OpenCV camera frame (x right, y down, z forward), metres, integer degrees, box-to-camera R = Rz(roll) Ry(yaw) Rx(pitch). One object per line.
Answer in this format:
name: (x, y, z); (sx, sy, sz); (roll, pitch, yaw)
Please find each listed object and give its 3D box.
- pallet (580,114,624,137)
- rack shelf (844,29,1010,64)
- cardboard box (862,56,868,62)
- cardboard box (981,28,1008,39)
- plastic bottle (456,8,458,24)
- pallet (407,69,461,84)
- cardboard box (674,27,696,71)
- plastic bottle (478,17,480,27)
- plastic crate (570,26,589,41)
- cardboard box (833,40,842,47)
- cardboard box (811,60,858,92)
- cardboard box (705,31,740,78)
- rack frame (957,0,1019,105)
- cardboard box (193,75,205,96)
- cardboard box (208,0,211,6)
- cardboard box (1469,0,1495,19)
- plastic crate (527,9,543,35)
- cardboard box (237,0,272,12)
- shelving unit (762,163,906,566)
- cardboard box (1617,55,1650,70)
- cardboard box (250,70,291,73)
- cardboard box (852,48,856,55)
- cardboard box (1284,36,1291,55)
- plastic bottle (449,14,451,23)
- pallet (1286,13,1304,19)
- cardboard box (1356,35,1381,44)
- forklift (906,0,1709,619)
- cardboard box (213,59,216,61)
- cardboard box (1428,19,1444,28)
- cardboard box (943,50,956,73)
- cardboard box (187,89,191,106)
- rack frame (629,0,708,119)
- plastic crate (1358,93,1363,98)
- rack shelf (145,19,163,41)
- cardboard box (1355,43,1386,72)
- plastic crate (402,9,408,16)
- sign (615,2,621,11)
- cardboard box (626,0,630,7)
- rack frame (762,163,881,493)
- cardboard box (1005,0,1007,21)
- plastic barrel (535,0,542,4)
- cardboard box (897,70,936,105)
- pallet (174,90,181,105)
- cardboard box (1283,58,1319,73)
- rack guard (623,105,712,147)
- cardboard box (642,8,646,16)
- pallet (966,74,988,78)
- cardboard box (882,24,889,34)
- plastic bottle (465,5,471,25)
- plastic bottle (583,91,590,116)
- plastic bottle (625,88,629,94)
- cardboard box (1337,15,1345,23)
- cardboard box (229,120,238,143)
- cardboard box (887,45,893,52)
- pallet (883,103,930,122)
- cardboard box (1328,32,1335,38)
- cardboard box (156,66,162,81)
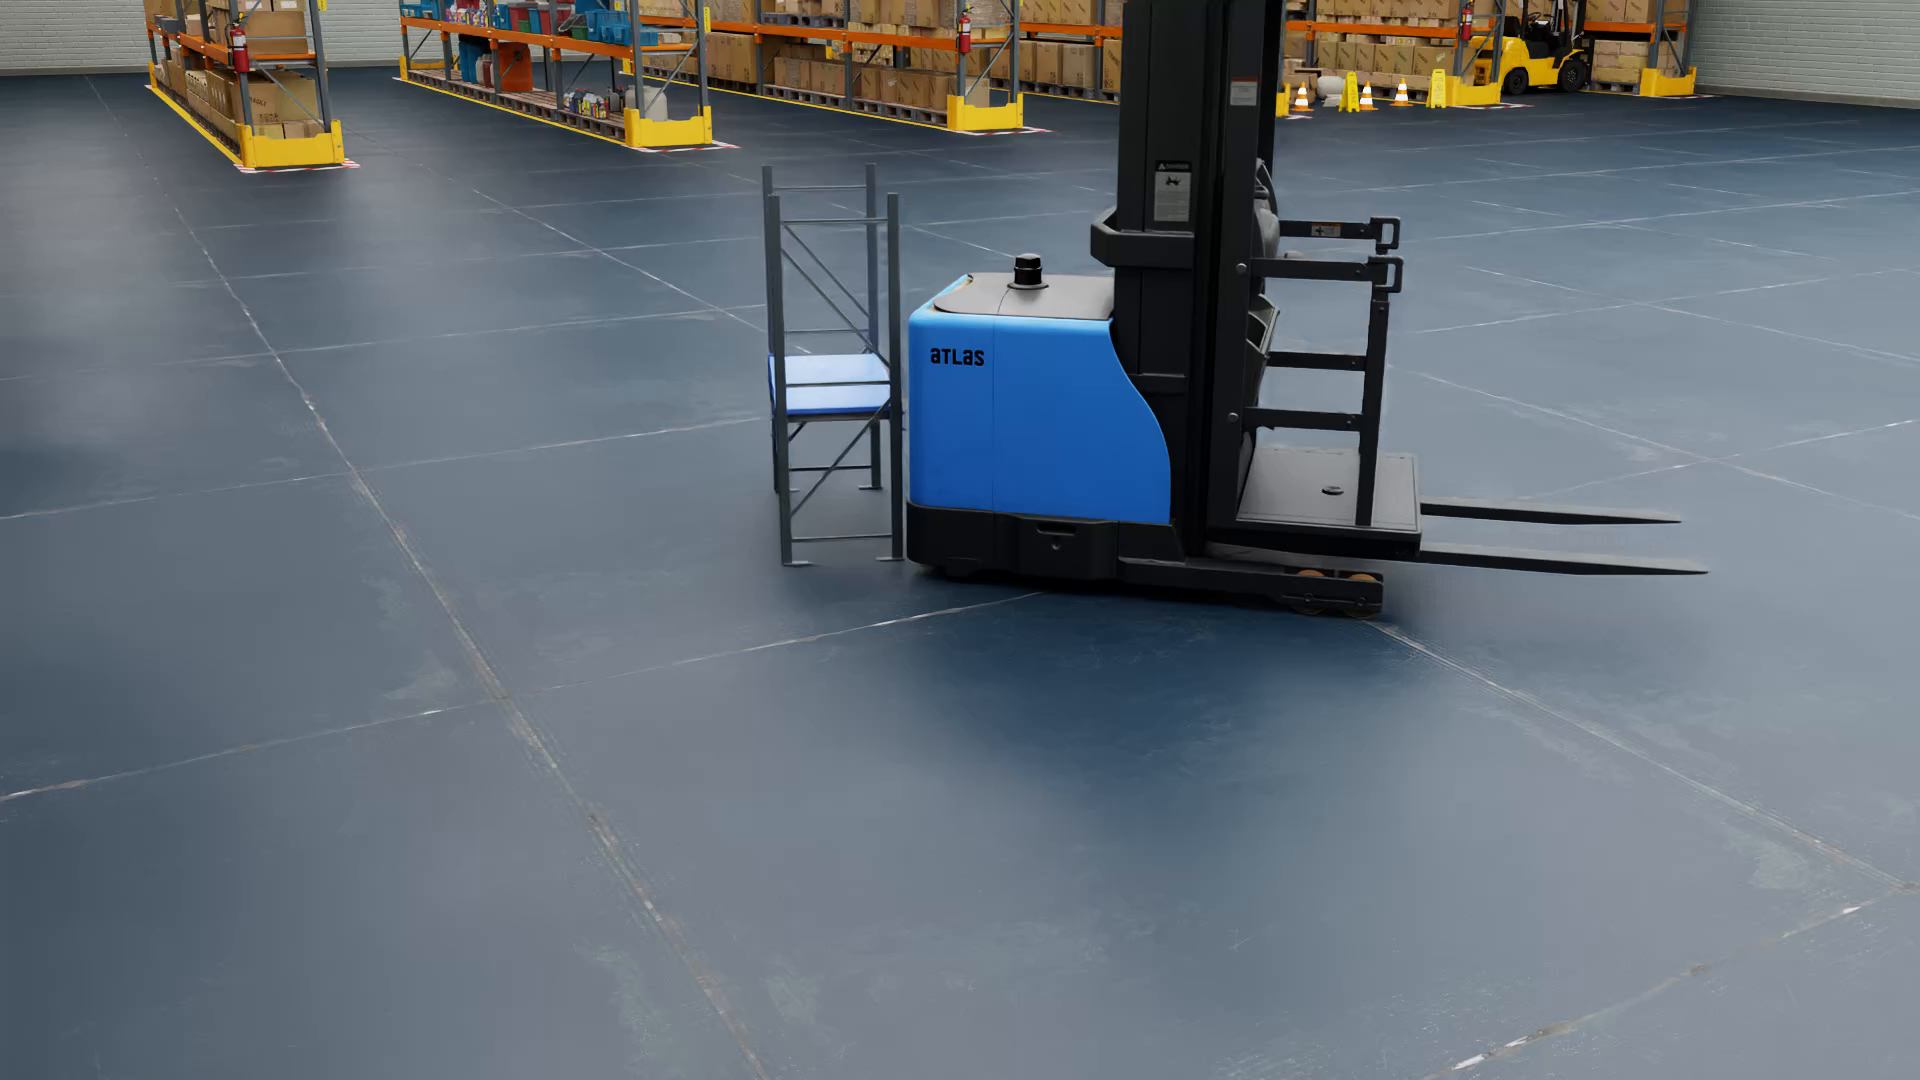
pallet: (-4.974, -6.156, 24.647); (1.003, 0.211, 1.213); (-10, 21, -27)
rack shelf: (-0.531, -7.877, 26.463); (1.077, 0.370, 4.000); (-10, 21, -27)
cardboard box: (-2.053, -11.184, 38.671); (0.380, 0.149, 0.250); (-10, 21, -27)
cardboard box: (0.493, -7.643, 25.067); (0.380, 0.149, 0.250); (-10, 21, -27)
plastic bottle: (-9.418, -9.839, 31.225); (0.061, 0.283, 0.133); (-10, 21, -27)
pallet: (-11.181, -9.908, 35.520); (1.003, 0.211, 1.213); (-10, 21, -27)
cardboard box: (-5.523, -10.484, 35.528); (0.875, 0.875, 0.875); (-10, 21, -27)
plastic bottle: (-8.594, -9.314, 29.830); (0.097, 0.201, 0.097); (0, 19, 0)
plastic crate: (-5.444, -7.490, 24.564); (0.450, 0.188, 0.662); (-10, 21, -27)
cardboard box: (-2.816, -11.904, 39.846); (0.380, 0.149, 0.250); (-11, 22, -29)
cardboard box: (-2.230, -8.297, 29.736); (0.700, 0.500, 0.500); (-12, 22, -31)
cardboard box: (-4.533, -9.845, 33.676); (1.225, 0.875, 0.875); (-11, 22, -29)
rack frame: (0.418, -7.643, 24.682); (1.000, 3.000, 0.127); (-10, 21, -27)
cardboard box: (-11.368, -6.930, 25.328); (0.500, 0.311, 0.500); (-10, 22, -27)
cardboard box: (-10.244, -7.504, 23.133); (0.380, 0.149, 0.250); (-10, 21, -27)
cardboard box: (9.159, -9.545, 29.584); (0.500, 0.500, 0.500); (-10, 22, -27)
plastic crate: (-6.637, -8.285, 26.567); (0.392, 0.384, 0.575); (-10, 21, -27)
cardboard box: (-8.651, -6.543, 20.348); (0.380, 0.149, 0.250); (-10, 22, -28)
shelving unit: (-0.553, -0.783, 7.100); (0.538, 1.500, 1.048); (-3, 19, -7)
cardboard box: (13.000, -9.174, 31.924); (0.500, 0.250, 0.500); (-10, 22, -27)
cardboard box: (-9.561, -6.266, 23.114); (0.500, 0.500, 0.500); (-10, 21, -27)
cardboard box: (-2.443, -11.542, 39.252); (0.380, 0.149, 0.250); (-9, 21, -25)
cardboard box: (8.101, -12.084, 40.742); (0.500, 0.500, 0.500); (-10, 22, -27)
plastic bottle: (-9.706, -9.986, 31.778); (0.097, 0.201, 0.097); (0, 19, 0)
pallet: (6.317, -10.822, 34.188); (1.003, 0.211, 1.213); (-10, 21, -27)
cardboard box: (7.666, -9.405, 31.217); (0.380, 0.149, 0.250); (-9, 21, -24)
forklift: (1.358, -1.279, 6.344); (3.031, 2.935, 1.130); (4, 20, 13)
cardboard box: (-13.513, -8.483, 30.275); (0.500, 0.500, 0.500); (-10, 21, -27)
cardboard box: (8.556, -9.189, 29.547); (0.380, 0.149, 0.250); (-10, 22, -27)
cardboard box: (-0.019, -10.143, 35.115); (0.500, 0.500, 0.500); (-11, 22, -29)
cardboard box: (-12.110, -7.109, 26.706); (0.500, 0.250, 0.500); (-10, 21, -27)
rack frame: (-3.940, -6.876, 22.458); (1.000, 3.000, 0.127); (-10, 21, -27)
plastic crate: (7.264, -8.368, 31.260); (0.583, 0.080, 0.402); (16, 25, 39)
rack shelf: (-14.950, -9.788, 32.002); (1.077, 0.370, 4.000); (-10, 21, -27)
cardboard box: (7.792, -9.067, 31.231); (0.500, 0.500, 0.500); (-9, 21, -24)
plastic crate: (-11.631, -11.146, 35.145); (0.250, 0.136, 0.298); (-10, 21, -27)
sign: (-5.350, -8.237, 25.979); (0.100, 0.325, 0.005); (-10, 21, -27)
cardboard box: (-7.189, -12.126, 37.448); (0.500, 0.250, 0.500); (-11, 22, -28)
rack frame: (-0.621, -0.947, 7.576); (0.500, 1.500, 0.032); (-3, 19, -7)
cardboard box: (1.008, -10.555, 32.968); (0.500, 0.500, 0.500); (-10, 21, -26)
plastic barrel: (-7.063, -8.963, 28.335); (0.421, 0.512, 0.421); (0, 19, 0)
cardboard box: (-0.684, -7.358, 27.043); (0.500, 0.500, 0.500); (-12, 22, -31)
pallet: (-13.580, -8.008, 30.016); (1.003, 0.211, 1.213); (-10, 21, -27)
cardboard box: (6.989, -9.432, 33.253); (0.950, 0.372, 0.625); (-10, 21, -26)
rack guard: (-4.018, -5.708, 22.908); (1.175, 0.500, 0.348); (-10, 21, -27)
cardboard box: (-6.812, -11.669, 36.736); (0.380, 0.149, 0.250); (-10, 22, -28)
pallet: (0.663, -9.585, 34.585); (1.003, 0.211, 1.213); (-10, 21, -27)
cardboard box: (-1.028, -8.209, 26.707); (0.380, 0.149, 0.250); (-10, 21, -27)
plastic bottle: (-9.040, -9.670, 30.633); (0.144, 0.351, 0.185); (-10, 21, -27)
plastic bottle: (-5.530, -6.507, 24.778); (0.144, 0.351, 0.185); (-10, 21, -27)
plastic bottle: (-5.036, -6.692, 25.312); (0.144, 0.351, 0.185); (-10, 21, -27)
cardboard box: (7.426, -9.931, 31.698); (0.380, 0.149, 0.250); (-10, 21, -27)
cardboard box: (-9.064, -5.258, 21.342); (0.500, 0.250, 0.500); (-10, 21, -27)
cardboard box: (-1.421, -11.088, 37.480); (0.380, 0.149, 0.250); (-10, 21, -26)
pallet: (-0.548, -6.935, 26.905); (1.003, 0.211, 1.213); (-10, 21, -27)
cardboard box: (8.922, -11.909, 39.239); (0.380, 0.149, 0.250); (-9, 21, -25)
cardboard box: (-15.416, -9.124, 32.514); (0.500, 0.250, 0.500); (-10, 21, -27)
